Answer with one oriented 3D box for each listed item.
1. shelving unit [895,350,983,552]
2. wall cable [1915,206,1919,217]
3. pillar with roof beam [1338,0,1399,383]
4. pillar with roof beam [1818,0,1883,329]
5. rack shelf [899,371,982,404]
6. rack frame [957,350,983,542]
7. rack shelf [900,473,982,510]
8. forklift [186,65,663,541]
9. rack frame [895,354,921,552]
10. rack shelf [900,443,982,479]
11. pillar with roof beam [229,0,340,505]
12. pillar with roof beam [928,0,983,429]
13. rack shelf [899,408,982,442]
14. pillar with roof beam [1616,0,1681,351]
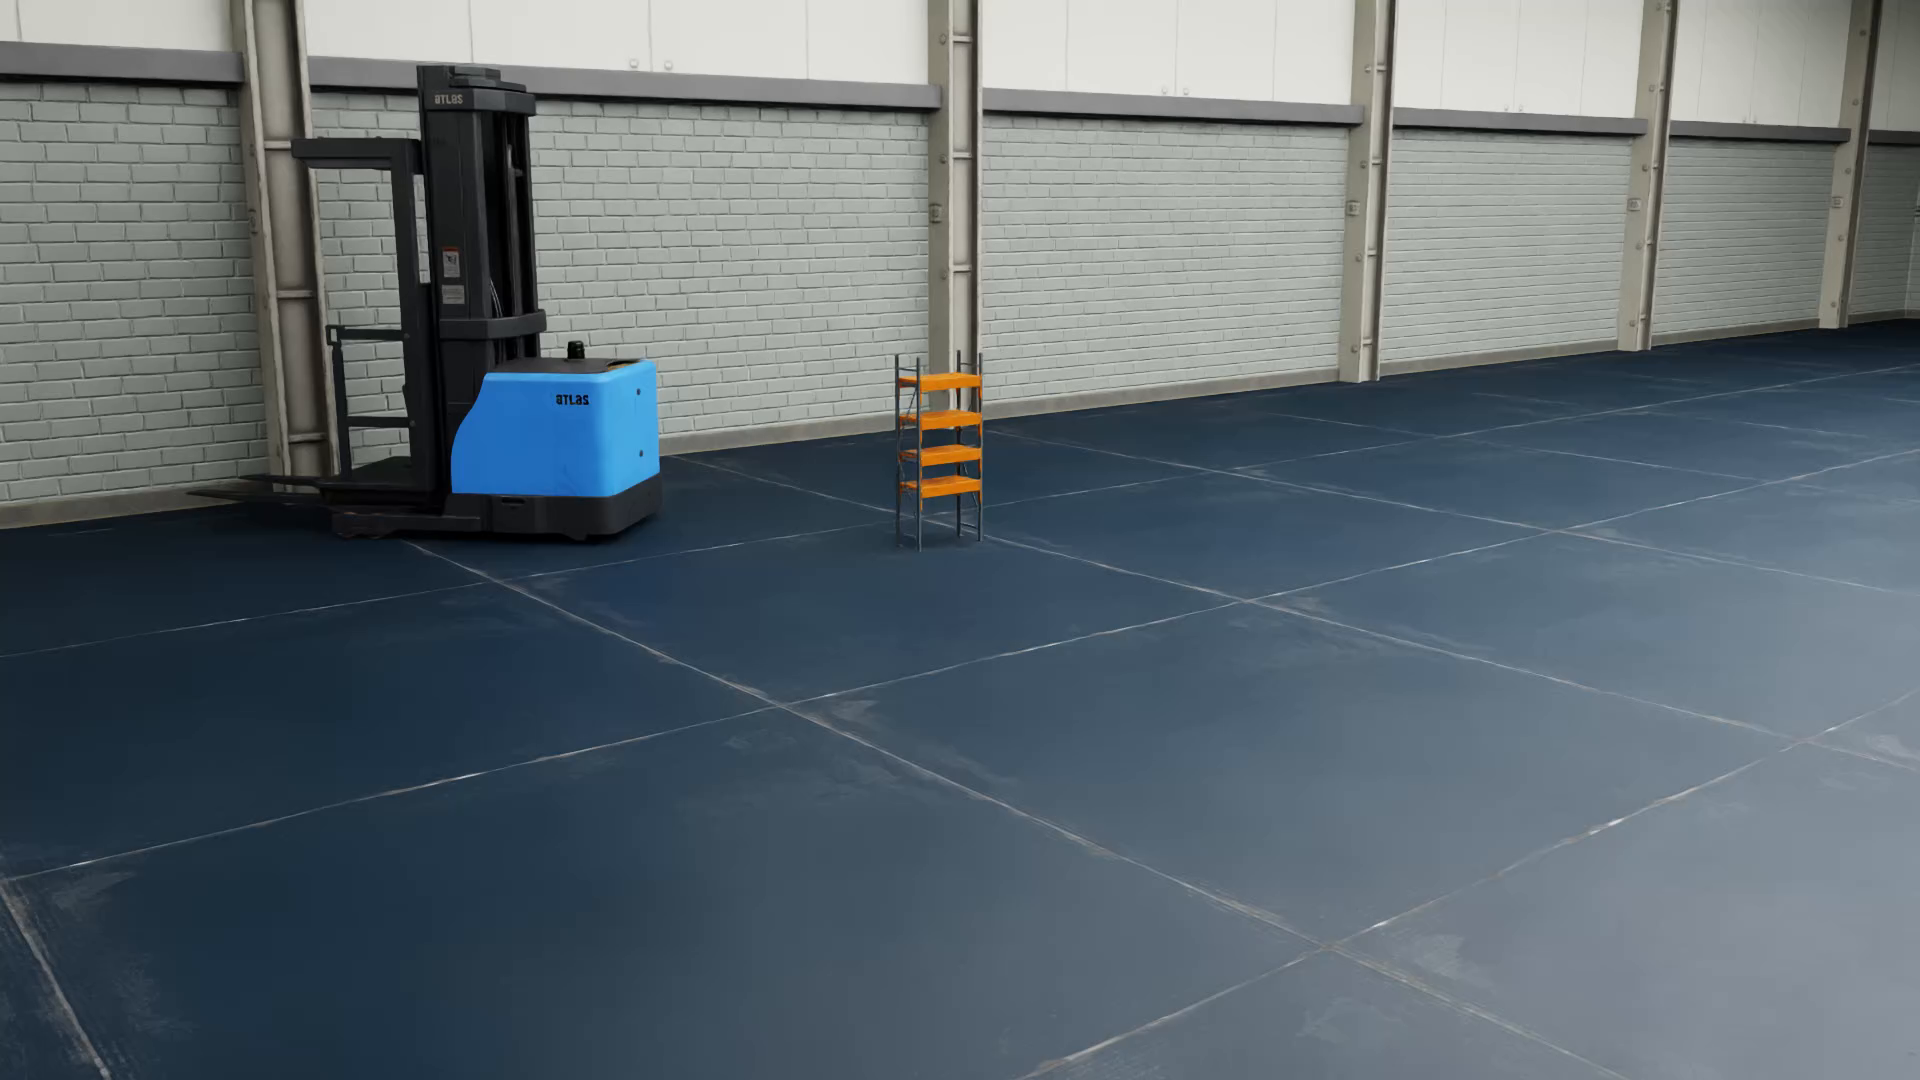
[{"bbox_3d":[-0.129,-0.565,10.403,0.503,1.200,0.258,-9,15,-38],"label":"shelving unit"},{"bbox_3d":[17.139,-6.467,26.895,0.112,2.526,3.097,-9,15,-38],"label":"wall cable"},{"bbox_3d":[7.332,-5.563,15.161,0.400,9.000,9.100,-9,15,-38],"label":"pillar with roof beam"},{"bbox_3d":[16.702,-7.120,22.494,0.400,9.000,9.100,-9,15,-38],"label":"pillar with roof beam"},{"bbox_3d":[-0.129,-0.950,10.321,0.480,0.148,0.258,-9,15,-38],"label":"rack shelf"},{"bbox_3d":[0.061,-0.597,10.552,0.015,1.200,0.240,-9,15,-38],"label":"rack frame"},{"bbox_3d":[-0.129,-0.305,10.458,0.480,0.148,0.258,-9,15,-38],"label":"rack shelf"},{"bbox_3d":[-3.589,-1.548,10.863,3.031,2.935,1.130,2,12,9],"label":"forklift"},{"bbox_3d":[-0.320,-0.534,10.254,0.015,1.200,0.240,-9,15,-38],"label":"rack frame"},{"bbox_3d":[-0.129,-0.500,10.417,0.480,0.148,0.258,-9,15,-38],"label":"rack shelf"},{"bbox_3d":[-2.039,-4.006,7.828,0.400,9.000,9.100,-9,15,-38],"label":"pillar with roof beam"},{"bbox_3d":[2.647,-4.784,11.495,0.400,9.000,9.100,-9,15,-38],"label":"pillar with roof beam"},{"bbox_3d":[-0.129,-0.718,10.370,0.480,0.148,0.258,-9,15,-38],"label":"rack shelf"},{"bbox_3d":[12.017,-6.341,18.828,0.400,9.000,9.100,-9,15,-38],"label":"pillar with roof beam"}]
